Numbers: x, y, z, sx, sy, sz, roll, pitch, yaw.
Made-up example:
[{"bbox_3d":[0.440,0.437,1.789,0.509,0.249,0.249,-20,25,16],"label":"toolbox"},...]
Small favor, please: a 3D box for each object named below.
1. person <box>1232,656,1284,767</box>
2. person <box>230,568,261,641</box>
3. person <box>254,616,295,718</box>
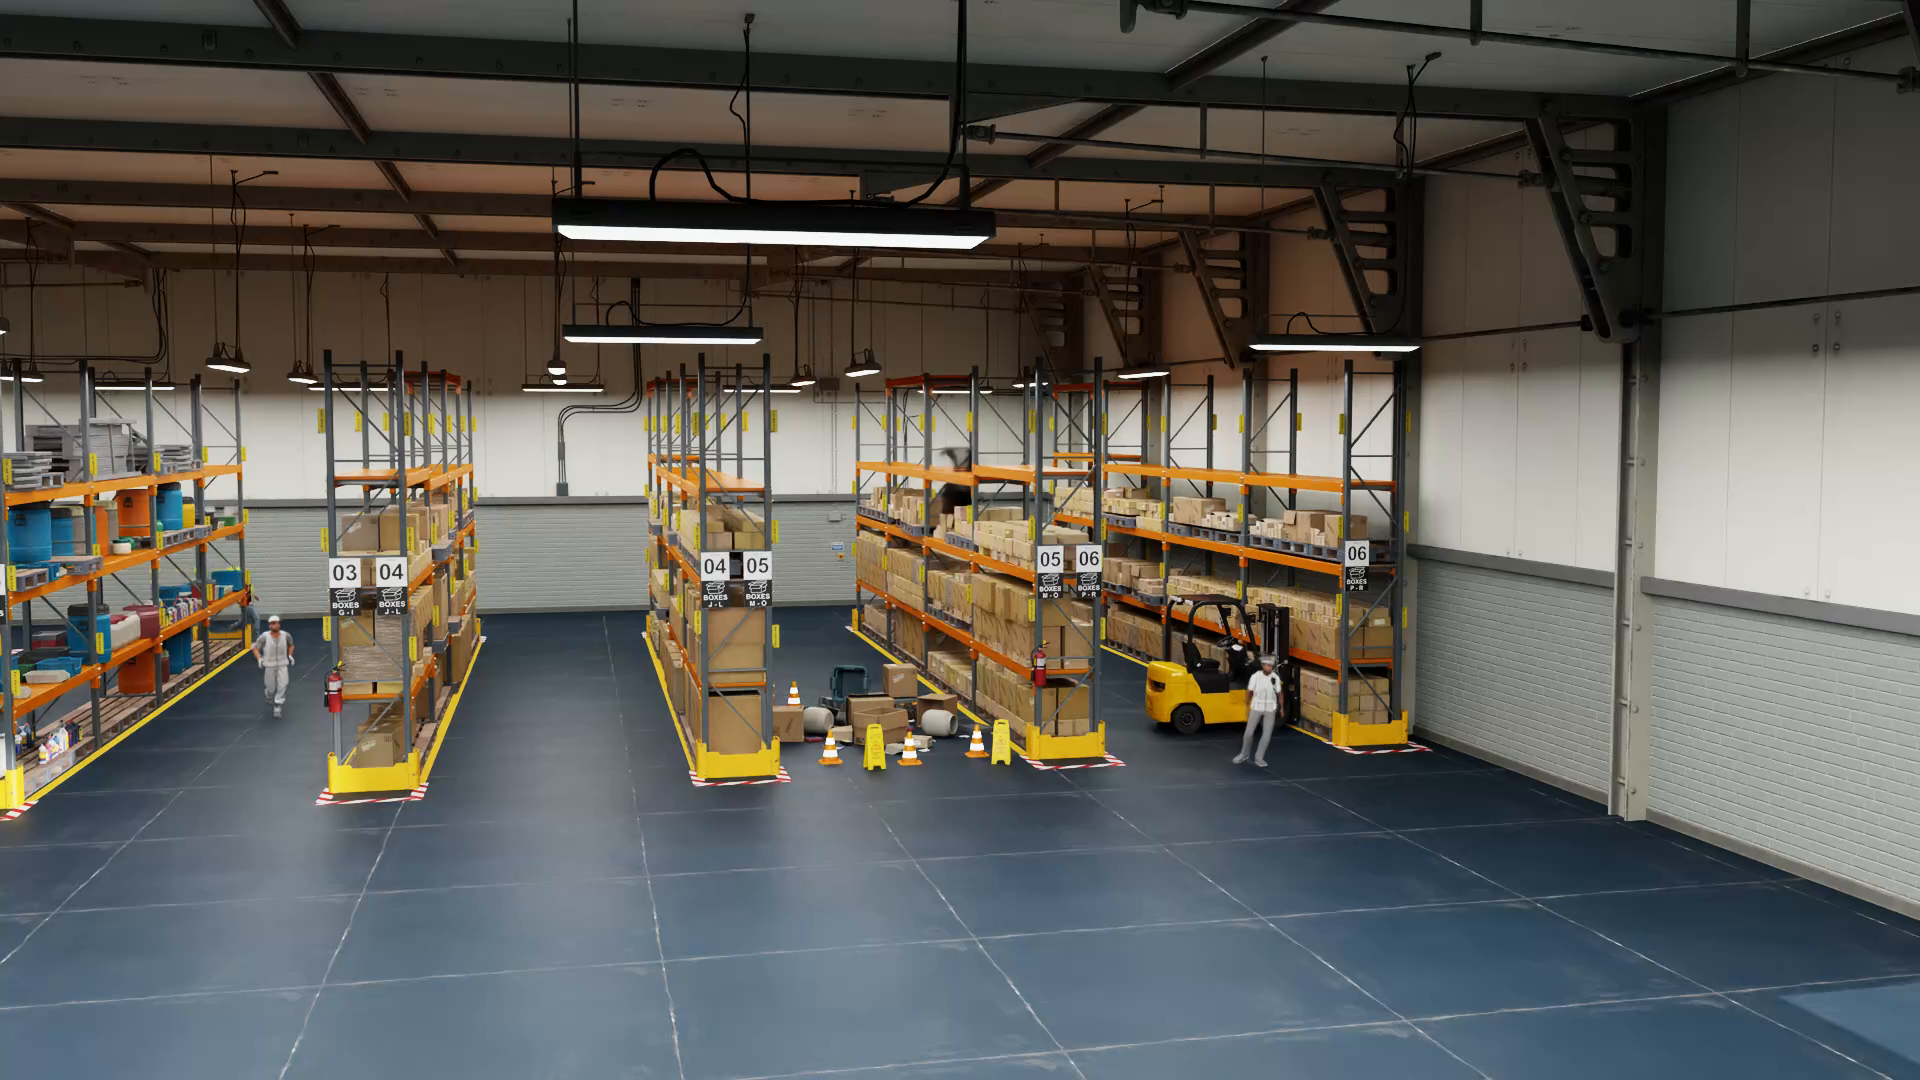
[{"bbox_3d":[4.355,2.501,24.206,0.707,1.651,0.586,0,4,-2],"label":"person"},{"bbox_3d":[-16.429,1.484,38.273,0.848,1.715,0.757,-1,4,-10],"label":"person"},{"bbox_3d":[-11.749,2.156,28.528,0.665,1.740,0.751,-2,5,-30],"label":"person"}]
